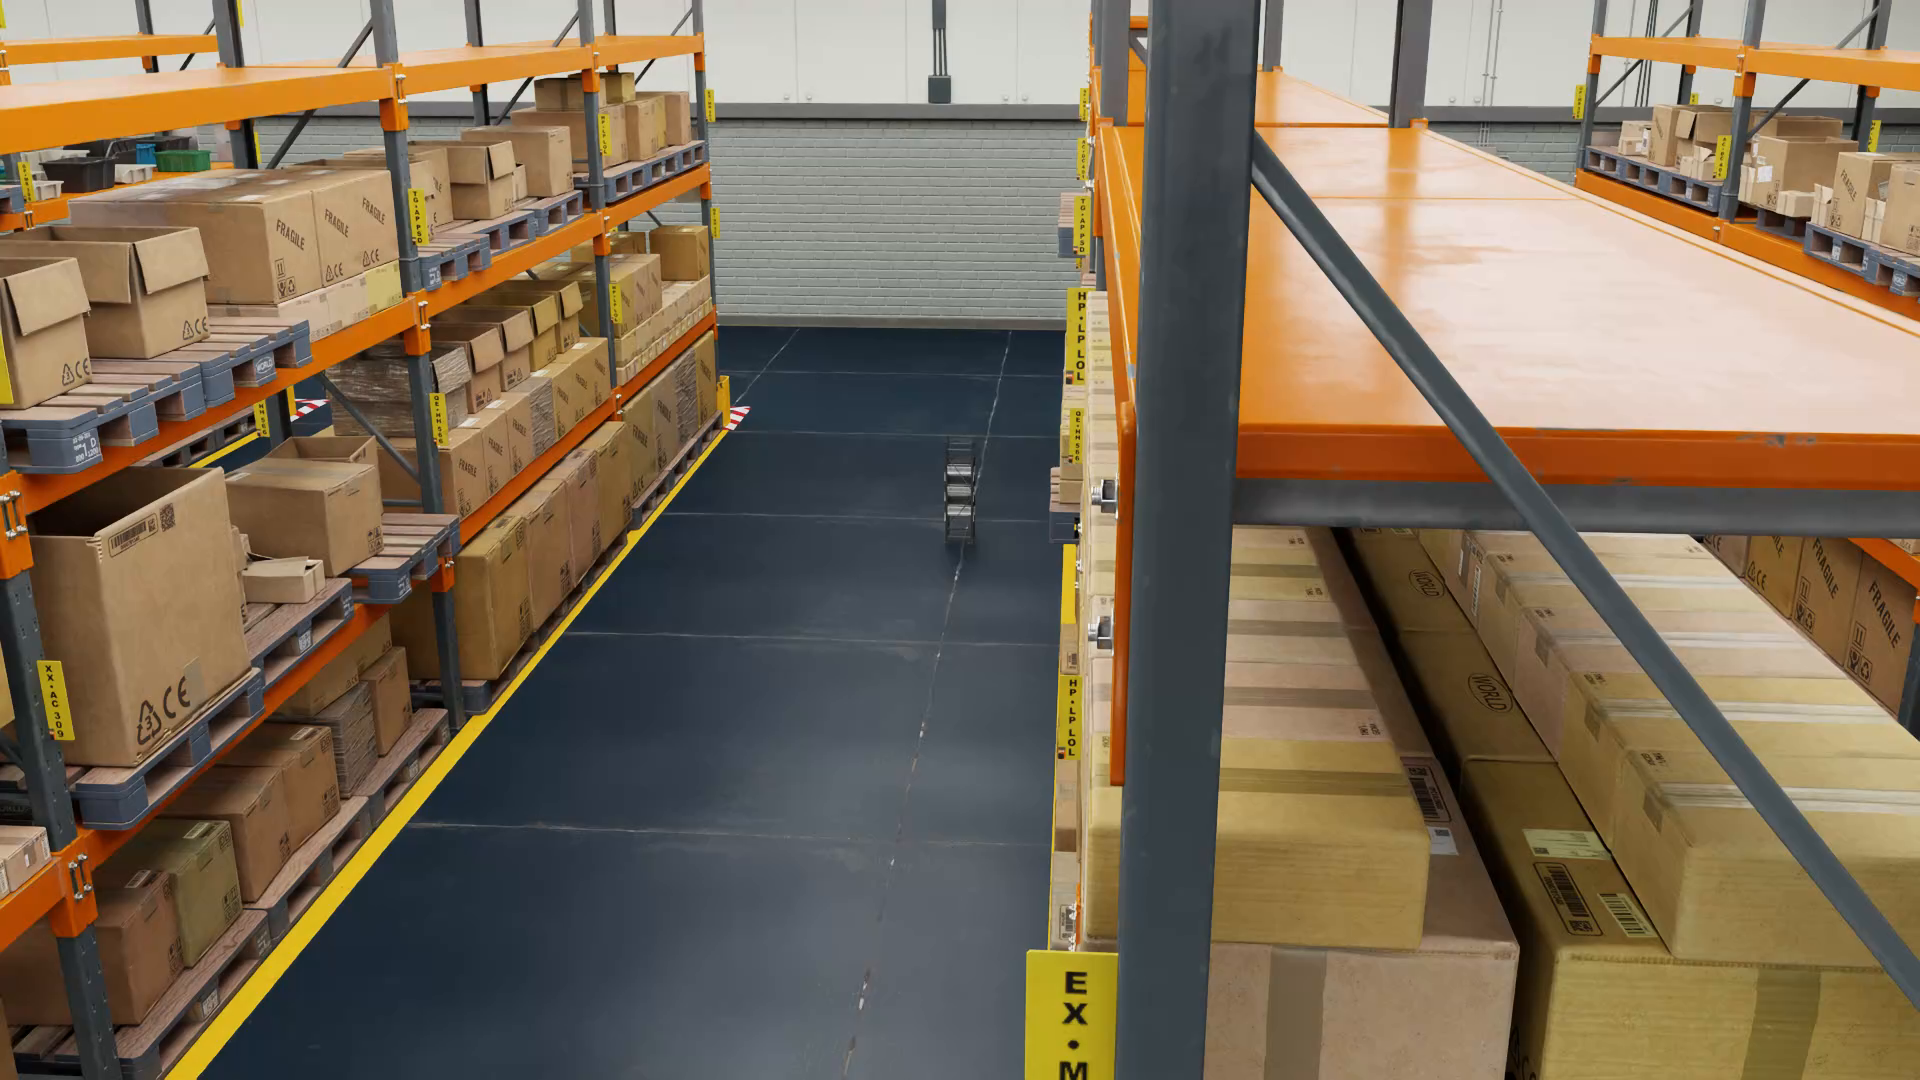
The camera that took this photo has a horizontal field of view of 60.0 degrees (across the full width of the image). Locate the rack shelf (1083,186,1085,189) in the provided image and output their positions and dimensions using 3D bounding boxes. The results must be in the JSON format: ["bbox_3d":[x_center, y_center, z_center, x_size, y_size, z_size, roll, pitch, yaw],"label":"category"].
[{"bbox_3d":[1.662,-3.032,15.198,1.077,0.370,4.000,1,18,4],"label":"rack shelf"}]

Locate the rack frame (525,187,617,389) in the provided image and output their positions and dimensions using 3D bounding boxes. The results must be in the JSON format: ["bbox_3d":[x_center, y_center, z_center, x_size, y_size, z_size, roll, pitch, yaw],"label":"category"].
[{"bbox_3d":[-3.422,-1.470,14.092,1.000,3.000,0.127,1,18,4],"label":"rack frame"}]

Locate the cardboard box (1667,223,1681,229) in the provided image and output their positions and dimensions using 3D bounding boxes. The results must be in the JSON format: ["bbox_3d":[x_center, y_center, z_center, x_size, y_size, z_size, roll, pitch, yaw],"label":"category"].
[{"bbox_3d":[6.846,-2.888,15.610,0.380,0.149,0.250,1,18,3],"label":"cardboard box"}]

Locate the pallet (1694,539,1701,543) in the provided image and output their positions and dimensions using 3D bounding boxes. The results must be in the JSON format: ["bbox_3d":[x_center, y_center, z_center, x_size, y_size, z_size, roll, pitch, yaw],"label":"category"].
[{"bbox_3d":[6.595,-0.158,14.566,1.003,0.211,1.213,1,18,4],"label":"pallet"}]

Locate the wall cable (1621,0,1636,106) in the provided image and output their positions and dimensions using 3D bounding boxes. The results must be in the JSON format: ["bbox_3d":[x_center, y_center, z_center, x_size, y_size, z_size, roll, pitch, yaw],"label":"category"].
[{"bbox_3d":[7.626,-7.097,21.631,2.355,3.000,0.029,1,18,4],"label":"wall cable"}]

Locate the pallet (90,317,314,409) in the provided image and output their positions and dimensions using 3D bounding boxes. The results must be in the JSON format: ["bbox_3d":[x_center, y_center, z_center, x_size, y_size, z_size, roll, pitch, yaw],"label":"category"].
[{"bbox_3d":[-3.773,-0.833,7.632,1.213,0.211,1.003,1,18,4],"label":"pallet"}]

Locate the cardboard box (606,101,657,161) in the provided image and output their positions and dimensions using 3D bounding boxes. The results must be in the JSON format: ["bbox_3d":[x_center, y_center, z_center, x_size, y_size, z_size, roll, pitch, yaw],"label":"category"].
[{"bbox_3d":[-3.203,-3.760,15.269,0.700,0.500,0.500,2,18,6],"label":"cardboard box"}]

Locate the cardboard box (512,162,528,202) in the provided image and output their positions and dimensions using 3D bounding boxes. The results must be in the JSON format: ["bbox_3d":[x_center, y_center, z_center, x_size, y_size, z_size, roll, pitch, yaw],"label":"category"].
[{"bbox_3d":[-3.590,-2.714,12.539,0.500,0.311,0.500,1,18,2],"label":"cardboard box"}]

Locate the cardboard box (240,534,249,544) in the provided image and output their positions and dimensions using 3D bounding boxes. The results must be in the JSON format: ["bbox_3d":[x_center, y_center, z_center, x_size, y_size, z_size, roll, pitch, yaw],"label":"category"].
[{"bbox_3d":[-4.058,0.160,8.685,0.500,0.250,0.500,1,18,2],"label":"cardboard box"}]

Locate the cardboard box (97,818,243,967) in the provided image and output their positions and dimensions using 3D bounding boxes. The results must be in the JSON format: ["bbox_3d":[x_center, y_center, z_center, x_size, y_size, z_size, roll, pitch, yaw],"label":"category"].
[{"bbox_3d":[-3.877,1.656,7.861,0.700,0.500,0.500,1,18,4],"label":"cardboard box"}]

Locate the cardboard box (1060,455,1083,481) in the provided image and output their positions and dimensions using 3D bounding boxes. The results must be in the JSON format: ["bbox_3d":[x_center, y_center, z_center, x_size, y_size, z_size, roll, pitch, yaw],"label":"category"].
[{"bbox_3d":[0.813,-0.471,10.293,0.380,0.149,0.250,2,18,5],"label":"cardboard box"}]

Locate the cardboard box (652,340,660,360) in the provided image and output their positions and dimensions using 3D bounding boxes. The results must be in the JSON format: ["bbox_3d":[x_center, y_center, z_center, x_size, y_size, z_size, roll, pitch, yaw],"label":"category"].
[{"bbox_3d":[-2.996,-1.759,15.379,0.380,0.149,0.250,1,18,3],"label":"cardboard box"}]

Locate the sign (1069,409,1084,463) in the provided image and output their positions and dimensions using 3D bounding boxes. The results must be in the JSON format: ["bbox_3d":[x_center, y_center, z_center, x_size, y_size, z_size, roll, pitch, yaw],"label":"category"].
[{"bbox_3d":[0.690,-0.607,9.727,0.100,0.325,0.005,1,18,4],"label":"sign"}]

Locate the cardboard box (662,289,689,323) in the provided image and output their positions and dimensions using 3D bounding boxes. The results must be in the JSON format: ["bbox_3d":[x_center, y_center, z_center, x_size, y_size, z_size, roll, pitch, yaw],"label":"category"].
[{"bbox_3d":[-2.978,-2.310,16.419,0.500,0.250,0.500,1,18,2],"label":"cardboard box"}]

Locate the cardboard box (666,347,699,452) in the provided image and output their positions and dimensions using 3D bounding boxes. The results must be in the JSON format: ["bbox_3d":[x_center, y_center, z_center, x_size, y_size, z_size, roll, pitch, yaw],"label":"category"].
[{"bbox_3d":[-3.166,-1.419,16.674,0.875,0.875,0.875,1,18,4],"label":"cardboard box"}]

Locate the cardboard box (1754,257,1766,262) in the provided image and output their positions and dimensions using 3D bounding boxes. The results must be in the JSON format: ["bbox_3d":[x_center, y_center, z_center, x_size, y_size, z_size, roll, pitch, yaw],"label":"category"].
[{"bbox_3d":[6.747,-2.252,13.670,0.380,0.149,0.250,2,18,5],"label":"cardboard box"}]

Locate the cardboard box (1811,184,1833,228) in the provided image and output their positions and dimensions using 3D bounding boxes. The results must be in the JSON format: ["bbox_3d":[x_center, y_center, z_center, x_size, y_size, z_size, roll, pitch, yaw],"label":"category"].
[{"bbox_3d":[5.983,-2.250,11.197,0.396,0.266,0.258,3,18,8],"label":"cardboard box"}]

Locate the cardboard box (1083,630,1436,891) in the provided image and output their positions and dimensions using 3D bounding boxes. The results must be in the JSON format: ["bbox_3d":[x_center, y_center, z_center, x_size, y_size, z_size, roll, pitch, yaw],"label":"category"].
[{"bbox_3d":[0.451,0.343,2.670,0.500,0.250,0.500,1,18,4],"label":"cardboard box"}]

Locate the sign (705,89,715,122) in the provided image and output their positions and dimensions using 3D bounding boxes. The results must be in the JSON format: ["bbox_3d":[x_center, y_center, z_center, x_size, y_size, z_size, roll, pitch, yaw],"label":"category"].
[{"bbox_3d":[-2.595,-4.504,17.240,0.100,0.325,0.005,1,18,4],"label":"sign"}]

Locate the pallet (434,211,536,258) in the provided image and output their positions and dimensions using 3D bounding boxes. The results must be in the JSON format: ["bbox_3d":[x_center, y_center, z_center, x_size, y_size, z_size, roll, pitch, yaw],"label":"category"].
[{"bbox_3d":[-3.638,-2.112,11.537,1.003,0.211,1.213,2,18,6],"label":"pallet"}]

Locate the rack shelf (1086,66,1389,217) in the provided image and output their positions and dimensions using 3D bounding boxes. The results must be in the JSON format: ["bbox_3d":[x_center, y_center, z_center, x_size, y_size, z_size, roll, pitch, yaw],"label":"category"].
[{"bbox_3d":[1.088,-1.783,7.211,1.077,0.370,4.000,1,18,4],"label":"rack shelf"}]

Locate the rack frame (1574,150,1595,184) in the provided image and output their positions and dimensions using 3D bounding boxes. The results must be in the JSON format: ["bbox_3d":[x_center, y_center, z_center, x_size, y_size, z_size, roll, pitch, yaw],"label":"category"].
[{"bbox_3d":[6.750,-2.491,17.208,1.000,3.000,0.127,1,18,4],"label":"rack frame"}]

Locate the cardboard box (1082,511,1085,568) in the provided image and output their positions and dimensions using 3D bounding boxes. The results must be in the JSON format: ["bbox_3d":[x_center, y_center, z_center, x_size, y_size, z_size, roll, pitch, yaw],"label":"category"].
[{"bbox_3d":[0.509,0.025,4.280,0.380,0.149,0.250,1,18,3],"label":"cardboard box"}]

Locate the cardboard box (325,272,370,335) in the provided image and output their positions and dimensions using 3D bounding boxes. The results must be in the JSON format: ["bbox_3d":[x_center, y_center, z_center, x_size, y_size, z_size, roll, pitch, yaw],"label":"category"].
[{"bbox_3d":[-3.520,-1.274,8.918,0.500,0.250,0.500,1,18,4],"label":"cardboard box"}]

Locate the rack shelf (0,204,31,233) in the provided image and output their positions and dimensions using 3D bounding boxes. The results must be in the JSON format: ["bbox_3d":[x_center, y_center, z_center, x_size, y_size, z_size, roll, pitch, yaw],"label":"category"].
[{"bbox_3d":[-8.505,-2.043,12.178,1.077,0.370,4.000,1,18,4],"label":"rack shelf"}]

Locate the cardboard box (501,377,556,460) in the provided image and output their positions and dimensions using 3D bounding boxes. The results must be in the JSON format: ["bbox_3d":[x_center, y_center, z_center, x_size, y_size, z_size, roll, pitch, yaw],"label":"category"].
[{"bbox_3d":[-3.297,-0.895,12.175,0.500,0.500,0.500,1,18,4],"label":"cardboard box"}]

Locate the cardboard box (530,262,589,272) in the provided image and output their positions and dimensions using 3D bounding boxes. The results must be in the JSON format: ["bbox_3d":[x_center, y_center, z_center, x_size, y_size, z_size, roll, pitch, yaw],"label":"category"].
[{"bbox_3d":[-3.615,-2.201,14.880,0.500,0.500,0.500,1,18,4],"label":"cardboard box"}]

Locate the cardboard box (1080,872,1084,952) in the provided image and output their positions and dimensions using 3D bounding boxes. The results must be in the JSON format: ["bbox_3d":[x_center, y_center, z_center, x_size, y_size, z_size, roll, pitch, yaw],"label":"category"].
[{"bbox_3d":[0.380,0.577,2.595,0.380,0.149,0.250,2,18,5],"label":"cardboard box"}]

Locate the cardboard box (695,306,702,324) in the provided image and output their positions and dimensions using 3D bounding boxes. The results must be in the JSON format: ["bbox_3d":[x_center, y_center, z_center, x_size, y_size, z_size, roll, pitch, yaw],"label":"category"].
[{"bbox_3d":[-2.868,-2.316,17.076,0.380,0.149,0.250,1,18,4],"label":"cardboard box"}]

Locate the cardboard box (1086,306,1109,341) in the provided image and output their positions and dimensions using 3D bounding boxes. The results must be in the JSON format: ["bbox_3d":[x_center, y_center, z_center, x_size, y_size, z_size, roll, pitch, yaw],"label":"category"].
[{"bbox_3d":[0.562,-0.590,4.878,0.380,0.149,0.250,1,18,3],"label":"cardboard box"}]

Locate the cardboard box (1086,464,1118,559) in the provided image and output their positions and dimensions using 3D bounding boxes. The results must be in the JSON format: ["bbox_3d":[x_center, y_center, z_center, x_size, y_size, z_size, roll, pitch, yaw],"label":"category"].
[{"bbox_3d":[0.435,-0.040,3.198,0.380,0.149,0.250,1,18,3],"label":"cardboard box"}]

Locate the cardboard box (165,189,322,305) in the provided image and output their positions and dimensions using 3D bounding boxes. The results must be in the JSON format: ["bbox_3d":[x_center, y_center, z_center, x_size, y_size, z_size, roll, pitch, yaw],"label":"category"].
[{"bbox_3d":[-3.570,-1.471,8.315,0.500,0.500,0.500,2,18,5],"label":"cardboard box"}]

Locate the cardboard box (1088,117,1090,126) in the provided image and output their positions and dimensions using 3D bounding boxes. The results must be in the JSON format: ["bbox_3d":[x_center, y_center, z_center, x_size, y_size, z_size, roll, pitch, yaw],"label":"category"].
[{"bbox_3d":[1.333,-3.694,14.858,0.380,0.149,0.250,1,18,3],"label":"cardboard box"}]

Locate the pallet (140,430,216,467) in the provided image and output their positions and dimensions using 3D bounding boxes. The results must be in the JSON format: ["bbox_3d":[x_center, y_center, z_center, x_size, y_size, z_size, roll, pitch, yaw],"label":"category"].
[{"bbox_3d":[-8.263,-0.864,16.722,1.003,0.211,1.213,1,18,4],"label":"pallet"}]

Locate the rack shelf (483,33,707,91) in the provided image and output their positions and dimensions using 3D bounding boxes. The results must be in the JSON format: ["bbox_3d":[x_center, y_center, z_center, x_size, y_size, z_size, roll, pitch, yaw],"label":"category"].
[{"bbox_3d":[-3.278,-4.410,15.227,1.077,0.370,4.000,1,18,4],"label":"rack shelf"}]

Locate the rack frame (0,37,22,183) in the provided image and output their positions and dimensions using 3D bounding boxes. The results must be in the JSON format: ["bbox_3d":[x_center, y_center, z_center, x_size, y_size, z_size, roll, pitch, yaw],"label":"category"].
[{"bbox_3d":[-8.362,-4.431,13.495,1.000,3.000,0.127,1,18,4],"label":"rack frame"}]

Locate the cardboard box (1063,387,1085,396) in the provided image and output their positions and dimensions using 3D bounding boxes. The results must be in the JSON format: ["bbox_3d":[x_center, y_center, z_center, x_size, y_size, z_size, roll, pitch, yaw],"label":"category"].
[{"bbox_3d":[0.887,-0.928,11.211,0.380,0.149,0.250,1,18,4],"label":"cardboard box"}]

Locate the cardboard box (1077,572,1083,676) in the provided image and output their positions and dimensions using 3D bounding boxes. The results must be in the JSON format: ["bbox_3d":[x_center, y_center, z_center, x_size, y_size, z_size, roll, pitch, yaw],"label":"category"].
[{"bbox_3d":[0.822,0.470,8.012,0.500,0.500,0.500,1,18,3],"label":"cardboard box"}]

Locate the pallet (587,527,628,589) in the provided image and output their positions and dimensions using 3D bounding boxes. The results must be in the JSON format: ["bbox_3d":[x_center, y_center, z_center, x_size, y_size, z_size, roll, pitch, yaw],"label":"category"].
[{"bbox_3d":[-3.402,0.097,13.789,1.003,0.211,1.213,1,18,4],"label":"pallet"}]

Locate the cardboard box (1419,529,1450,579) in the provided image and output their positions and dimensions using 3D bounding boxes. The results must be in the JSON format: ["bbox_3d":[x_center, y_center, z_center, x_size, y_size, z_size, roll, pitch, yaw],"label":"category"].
[{"bbox_3d":[1.092,-0.024,3.150,0.380,0.149,0.250,1,18,3],"label":"cardboard box"}]

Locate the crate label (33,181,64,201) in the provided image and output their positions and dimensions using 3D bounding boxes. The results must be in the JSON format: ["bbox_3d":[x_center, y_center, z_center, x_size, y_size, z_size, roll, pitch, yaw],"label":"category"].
[{"bbox_3d":[-8.039,-3.026,14.447,0.293,0.136,0.466,1,18,4],"label":"crate label"}]

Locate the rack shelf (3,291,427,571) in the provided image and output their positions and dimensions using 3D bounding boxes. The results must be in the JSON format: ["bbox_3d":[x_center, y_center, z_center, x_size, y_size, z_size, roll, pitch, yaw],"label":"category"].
[{"bbox_3d":[-3.852,-0.690,8.049,1.077,0.370,4.000,1,18,4],"label":"rack shelf"}]

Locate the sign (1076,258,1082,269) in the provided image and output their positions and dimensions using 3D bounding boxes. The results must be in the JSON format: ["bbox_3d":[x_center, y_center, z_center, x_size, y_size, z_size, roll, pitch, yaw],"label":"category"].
[{"bbox_3d":[1.264,-2.994,17.351,0.100,0.325,0.005,1,18,4],"label":"sign"}]

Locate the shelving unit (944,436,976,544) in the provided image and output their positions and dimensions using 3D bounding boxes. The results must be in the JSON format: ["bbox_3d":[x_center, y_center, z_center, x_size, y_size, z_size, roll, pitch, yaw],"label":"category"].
[{"bbox_3d":[0.001,-0.430,14.291,0.258,0.900,0.210,1,18,4],"label":"shelving unit"}]

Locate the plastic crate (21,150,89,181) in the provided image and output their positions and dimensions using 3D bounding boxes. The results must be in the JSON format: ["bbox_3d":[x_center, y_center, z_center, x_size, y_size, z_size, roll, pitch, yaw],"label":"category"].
[{"bbox_3d":[-8.542,-3.510,15.692,0.437,0.282,0.530,1,18,4],"label":"plastic crate"}]

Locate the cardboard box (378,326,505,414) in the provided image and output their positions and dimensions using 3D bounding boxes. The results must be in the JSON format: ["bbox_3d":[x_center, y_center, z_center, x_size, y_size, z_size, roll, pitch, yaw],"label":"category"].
[{"bbox_3d":[-3.590,-1.181,11.438,0.797,0.503,0.637,2,18,5],"label":"cardboard box"}]

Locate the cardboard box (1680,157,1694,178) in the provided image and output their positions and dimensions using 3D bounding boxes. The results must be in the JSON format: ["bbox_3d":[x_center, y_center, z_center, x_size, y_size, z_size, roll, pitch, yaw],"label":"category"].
[{"bbox_3d":[6.208,-3.089,13.785,0.380,0.149,0.250,2,18,5],"label":"cardboard box"}]

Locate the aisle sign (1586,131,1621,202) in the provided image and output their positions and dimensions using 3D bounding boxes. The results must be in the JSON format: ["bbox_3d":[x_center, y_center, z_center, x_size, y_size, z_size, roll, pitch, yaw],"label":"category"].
[{"bbox_3d":[6.465,-3.755,16.891,0.394,0.787,0.004,1,18,4],"label":"aisle sign"}]

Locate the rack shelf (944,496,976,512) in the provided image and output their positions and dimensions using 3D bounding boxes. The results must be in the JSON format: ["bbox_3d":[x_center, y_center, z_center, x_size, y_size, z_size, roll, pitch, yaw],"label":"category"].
[{"bbox_3d":[0.001,-0.313,14.329,0.258,0.077,0.200,1,18,4],"label":"rack shelf"}]

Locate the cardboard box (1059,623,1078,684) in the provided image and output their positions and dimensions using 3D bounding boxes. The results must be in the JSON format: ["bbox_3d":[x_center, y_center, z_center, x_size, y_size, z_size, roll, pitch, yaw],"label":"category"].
[{"bbox_3d":[1.098,0.971,9.580,1.050,0.750,0.750,1,18,3],"label":"cardboard box"}]

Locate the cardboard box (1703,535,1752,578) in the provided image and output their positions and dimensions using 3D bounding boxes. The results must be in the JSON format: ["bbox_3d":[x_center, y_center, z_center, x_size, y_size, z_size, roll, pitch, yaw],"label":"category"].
[{"bbox_3d":[6.498,-0.244,13.089,0.875,0.875,0.875,2,18,6],"label":"cardboard box"}]
